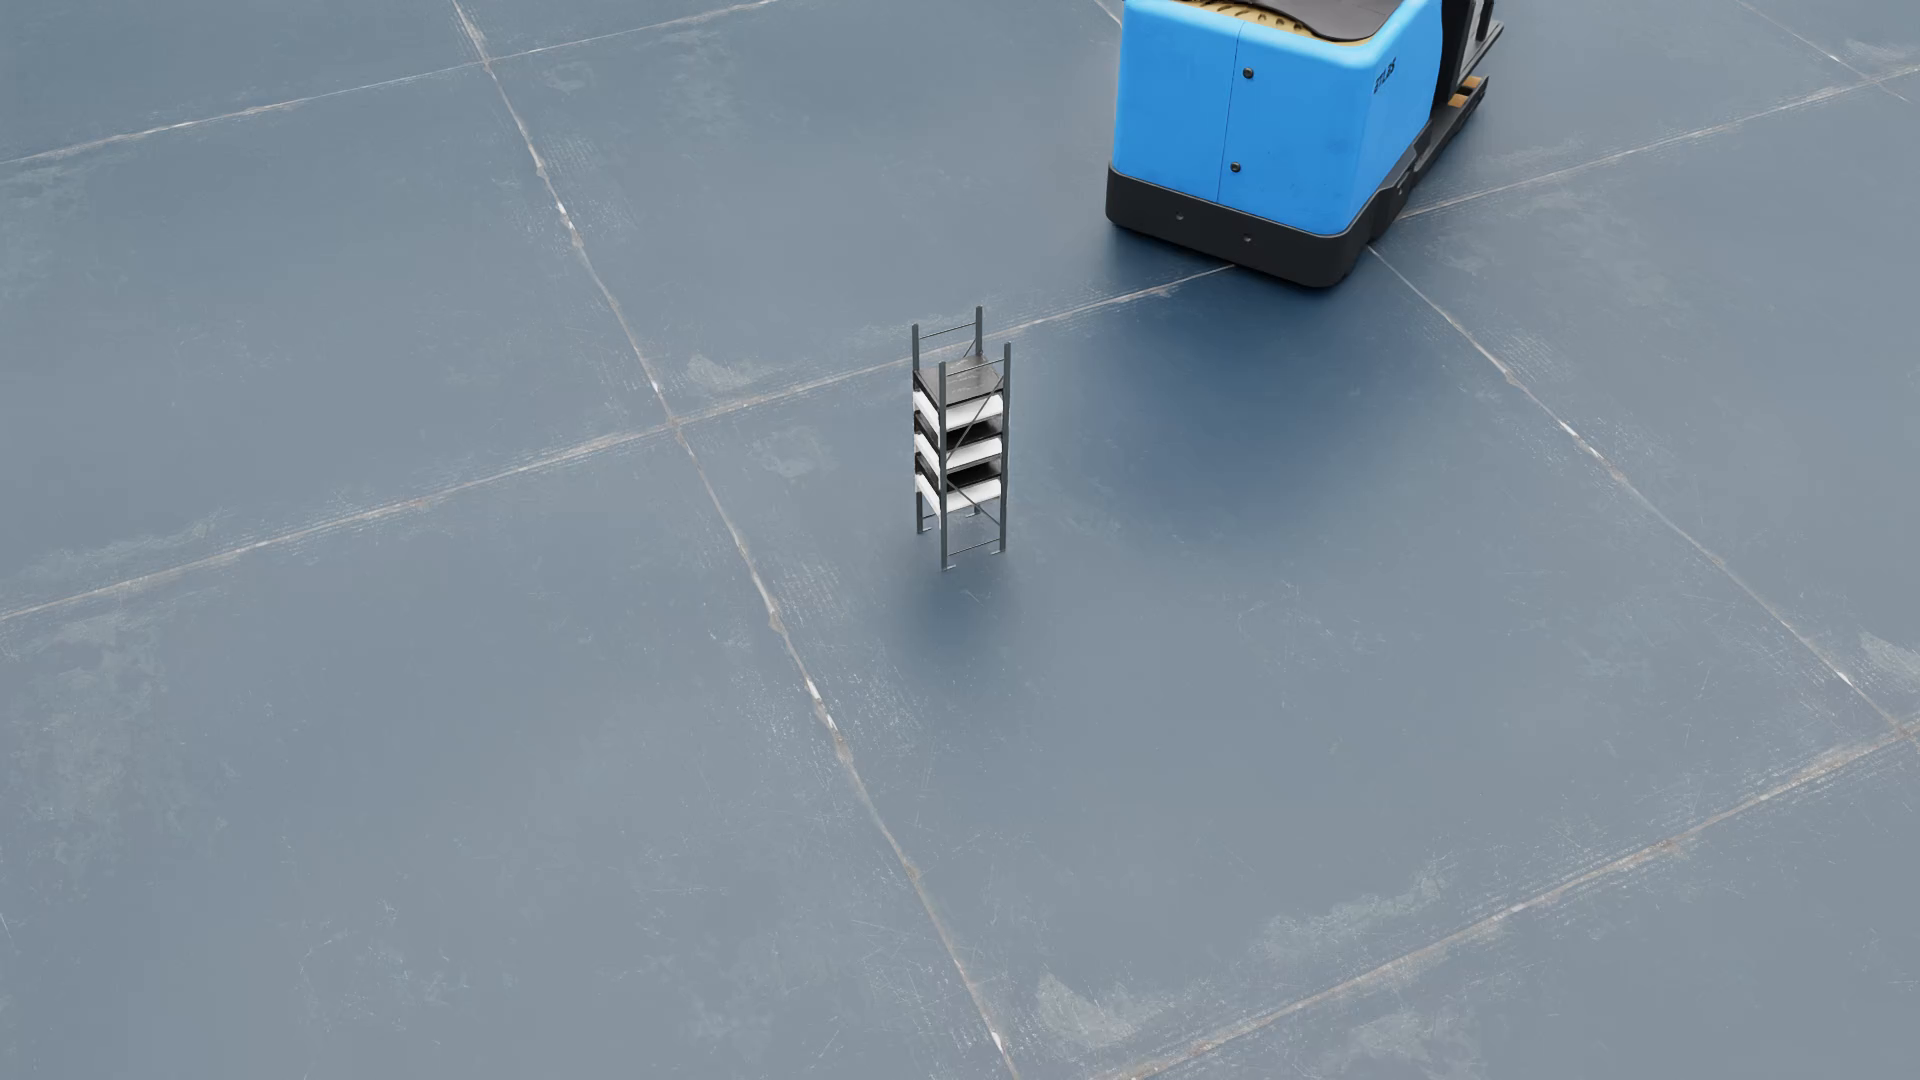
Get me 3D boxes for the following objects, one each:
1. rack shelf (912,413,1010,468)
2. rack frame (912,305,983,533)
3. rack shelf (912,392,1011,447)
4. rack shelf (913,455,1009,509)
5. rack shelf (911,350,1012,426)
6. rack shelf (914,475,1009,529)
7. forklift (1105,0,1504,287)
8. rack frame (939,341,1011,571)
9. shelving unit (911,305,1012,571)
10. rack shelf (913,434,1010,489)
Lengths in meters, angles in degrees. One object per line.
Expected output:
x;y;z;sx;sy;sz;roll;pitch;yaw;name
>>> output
0.003;-0.355;5.389;0.258;0.077;0.200;-18;47;-17;rack shelf
-0.039;-0.380;5.494;0.240;0.900;0.006;-18;47;-17;rack frame
0.003;-0.420;5.326;0.258;0.077;0.200;-18;47;-17;rack shelf
0.003;-0.227;5.515;0.258;0.077;0.200;-18;47;-17;rack shelf
0.003;-0.484;5.262;0.258;0.077;0.200;-18;47;-17;rack shelf
0.003;-0.163;5.579;0.258;0.077;0.200;-18;47;-17;rack shelf
1.802;-3.080;6.784;1.130;2.935;3.031;23;49;21;forklift
0.046;-0.250;5.363;0.240;0.900;0.006;-18;47;-17;rack frame
0.003;-0.315;5.429;0.258;0.900;0.210;-18;47;-17;shelving unit
0.003;-0.291;5.452;0.258;0.077;0.200;-18;47;-17;rack shelf
